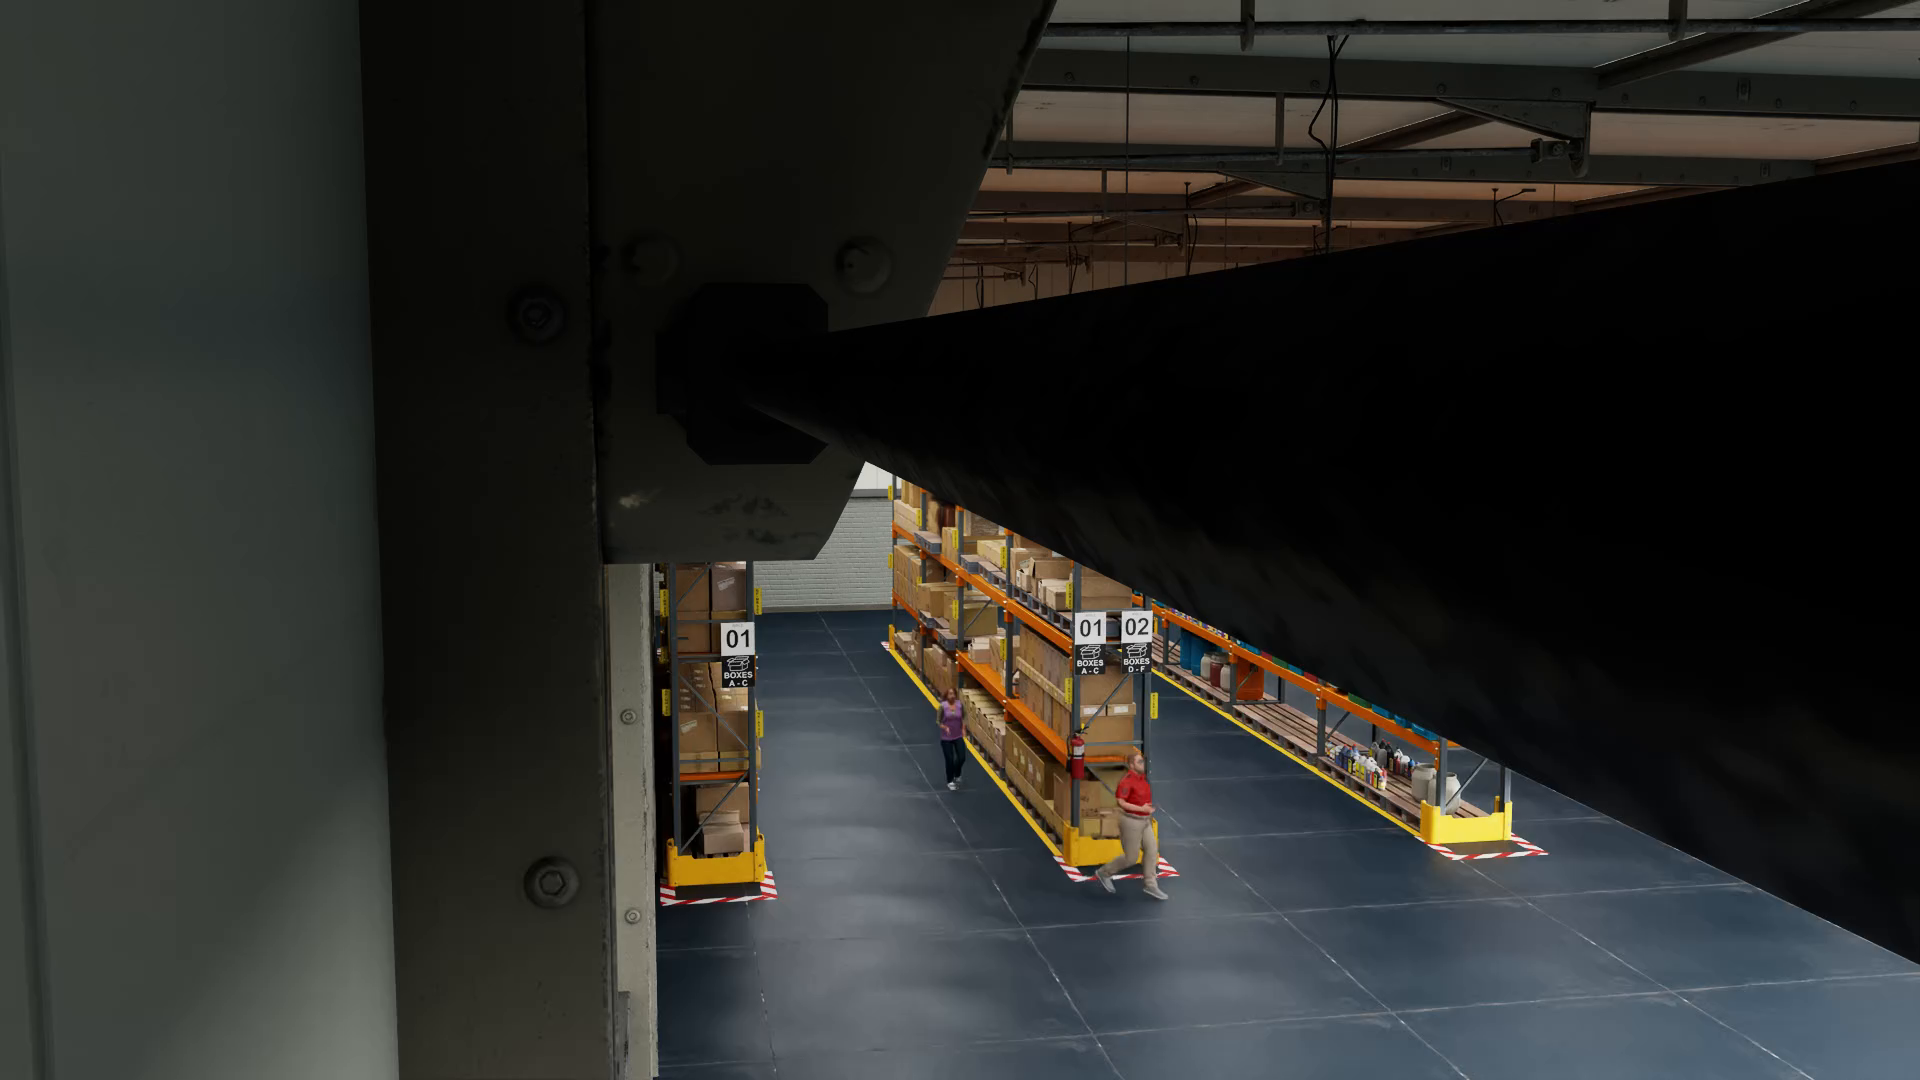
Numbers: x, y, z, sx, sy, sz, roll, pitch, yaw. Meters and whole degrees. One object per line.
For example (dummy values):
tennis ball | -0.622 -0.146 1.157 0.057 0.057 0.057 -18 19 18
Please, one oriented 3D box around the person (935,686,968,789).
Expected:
person | -0.101 2.912 24.364 0.508 1.558 0.586 -1 6 -10

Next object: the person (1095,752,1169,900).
person | 2.036 3.359 19.587 0.876 1.746 0.684 3 7 23
